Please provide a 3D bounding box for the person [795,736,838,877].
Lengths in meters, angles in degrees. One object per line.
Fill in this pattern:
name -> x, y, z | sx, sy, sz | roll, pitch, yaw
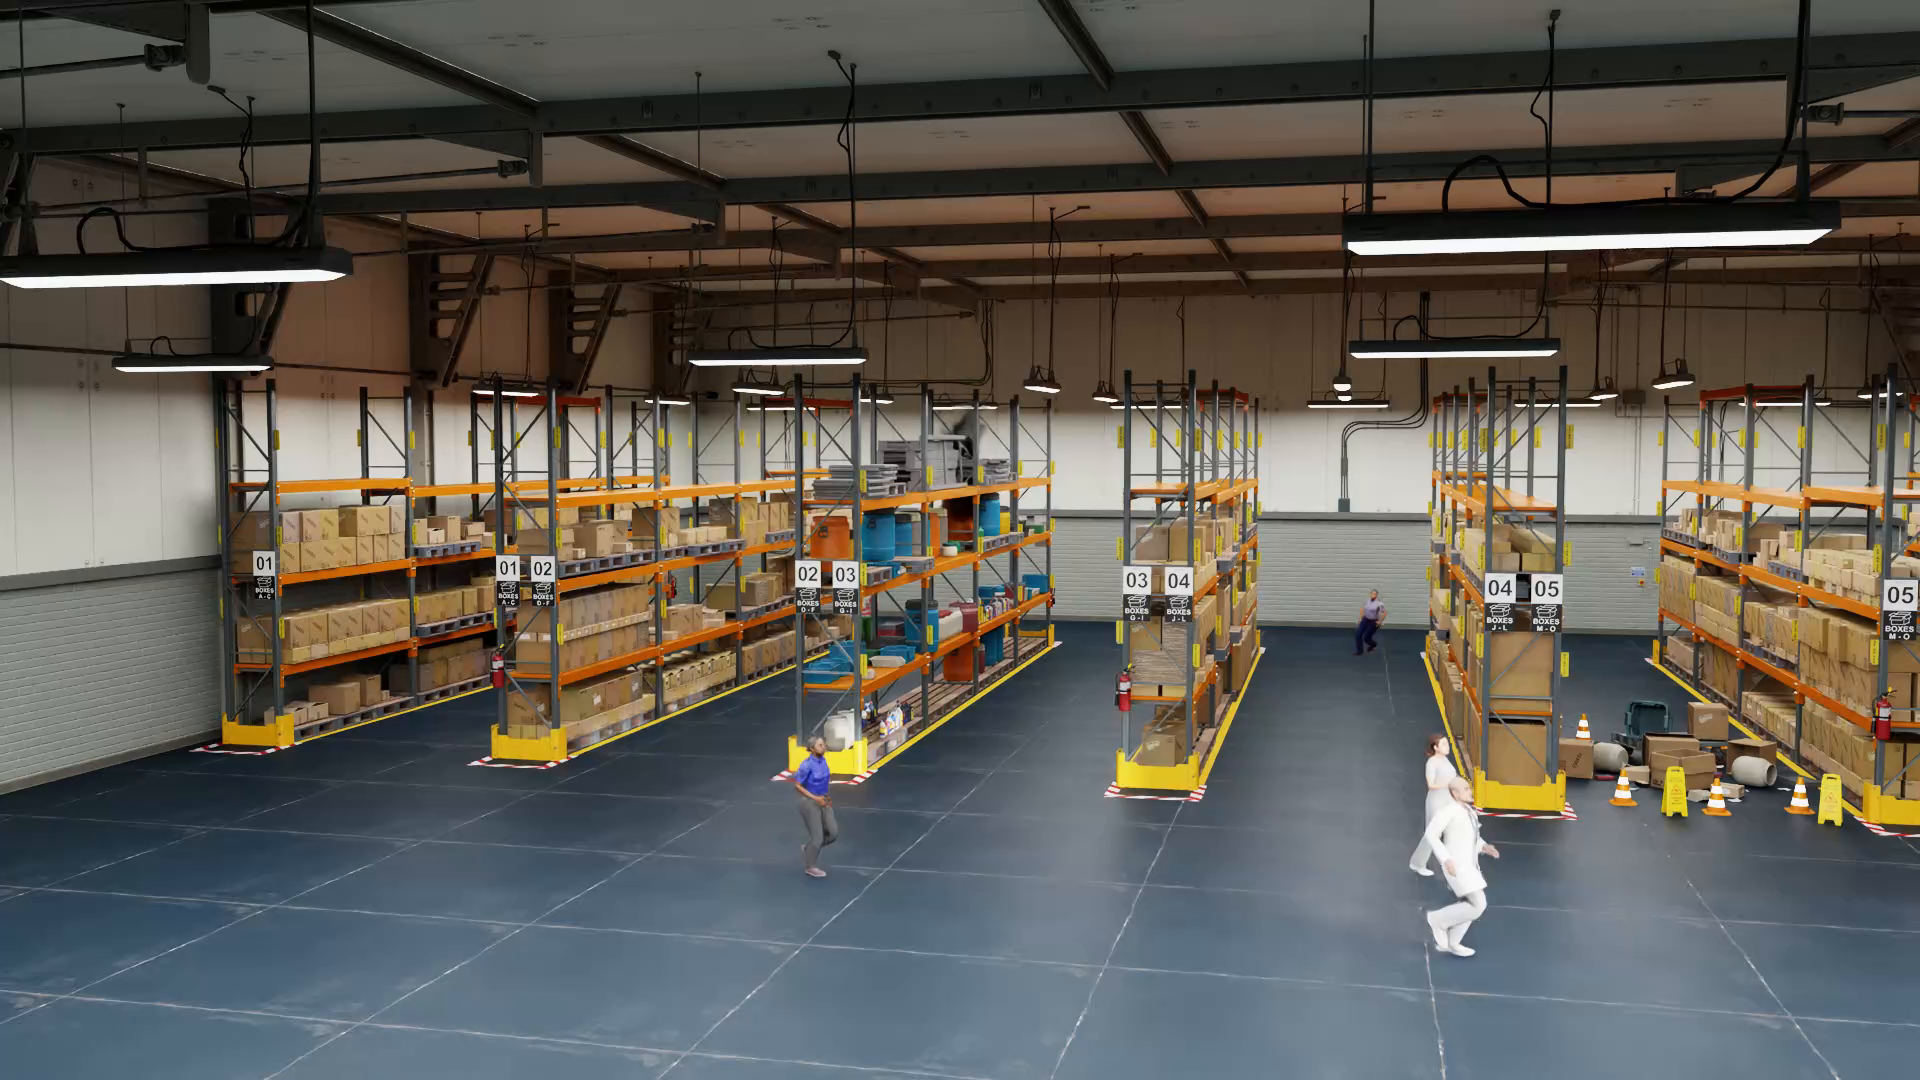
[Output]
person -> -1.649, 3.049, 19.054 | 0.517, 1.618, 0.571 | 2, 4, 34

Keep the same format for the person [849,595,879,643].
person -> -2.057, 1.707, 35.557 | 0.643, 1.894, 0.742 | 0, 3, -2

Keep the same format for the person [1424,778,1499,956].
person -> 4.873, 3.169, 16.086 | 0.628, 1.732, 0.704 | 3, 4, 37

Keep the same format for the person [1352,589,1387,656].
person -> 9.555, 1.921, 38.599 | 0.553, 1.573, 0.714 | -3, 5, -44

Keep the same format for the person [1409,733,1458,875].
person -> 5.415, 3.037, 18.772 | 0.547, 1.723, 0.716 | -3, 4, -39
